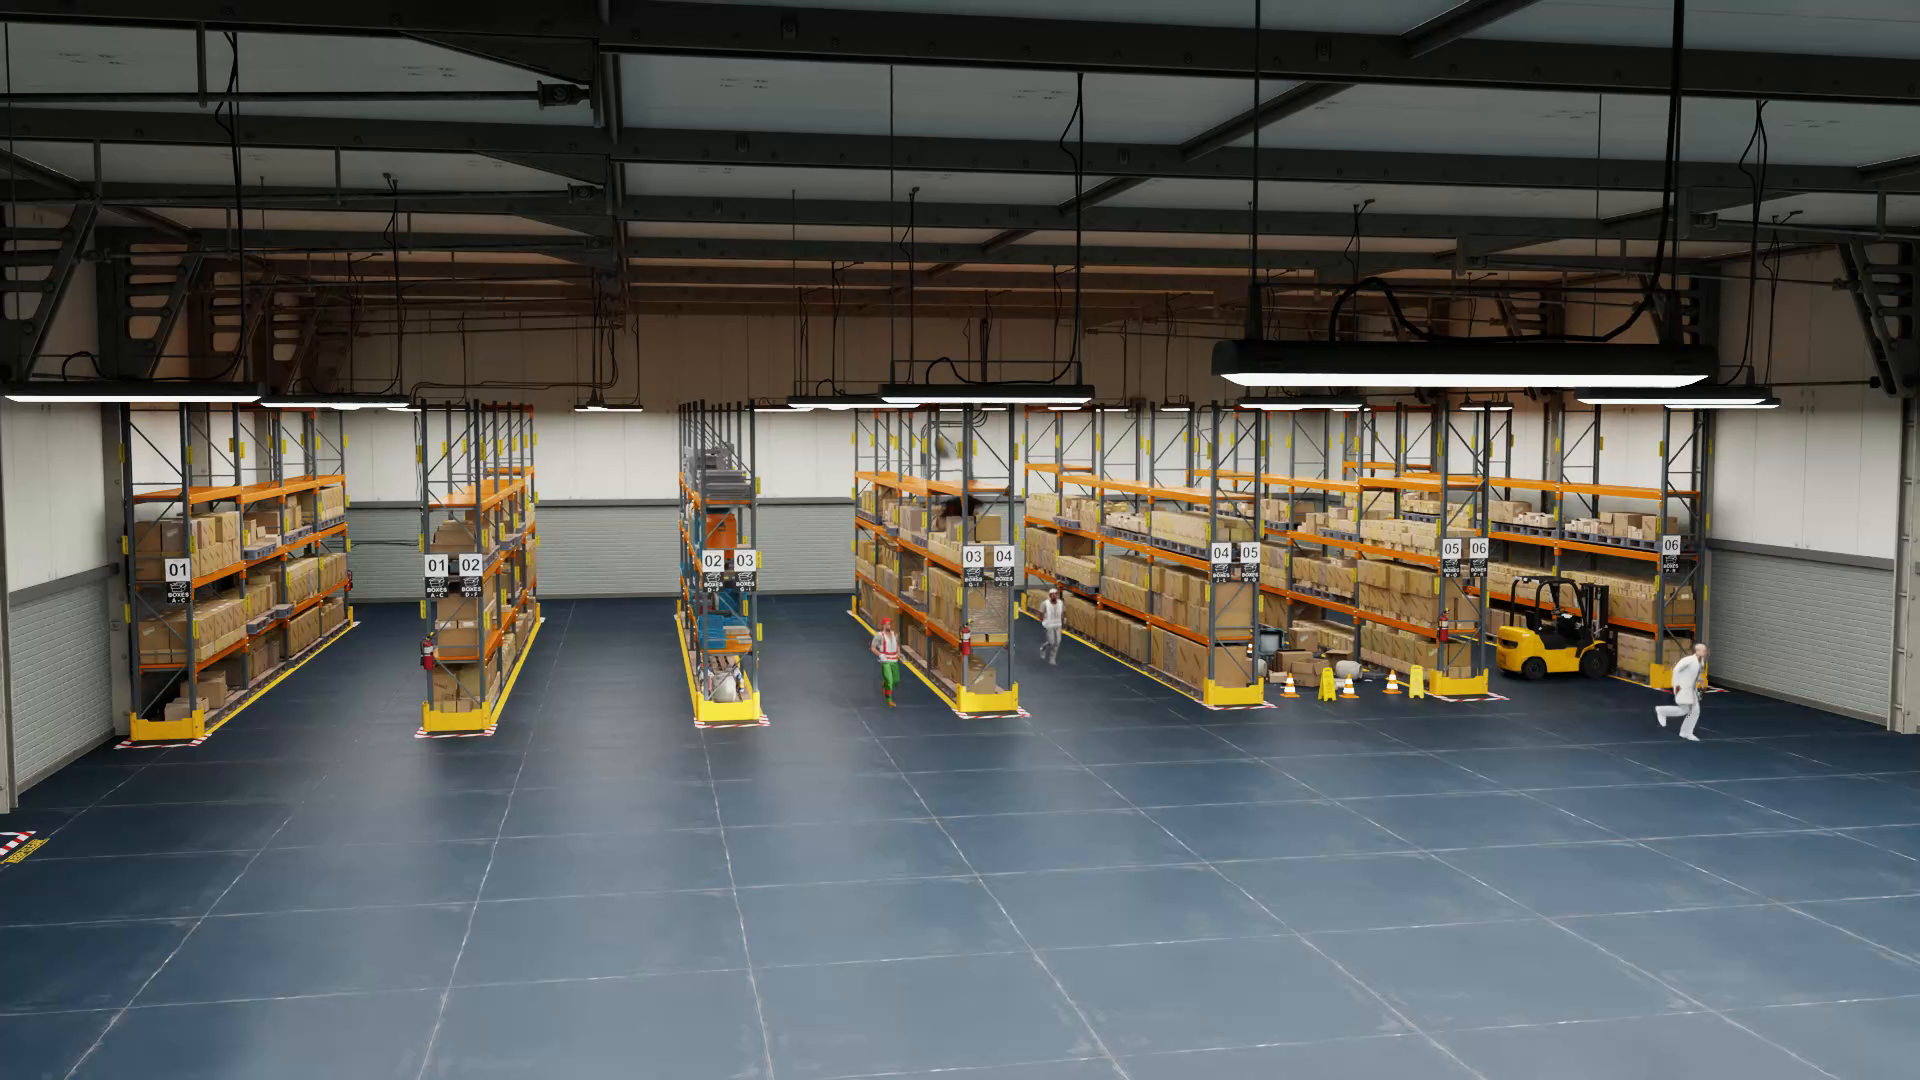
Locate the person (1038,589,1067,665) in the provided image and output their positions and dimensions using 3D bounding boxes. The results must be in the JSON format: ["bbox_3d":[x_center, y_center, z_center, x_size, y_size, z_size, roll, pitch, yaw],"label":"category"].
[{"bbox_3d":[2.140,1.982,38.120,0.672,1.749,0.640,-1,5,-19],"label":"person"}]

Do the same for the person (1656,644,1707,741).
[{"bbox_3d":[12.805,2.666,29.506,0.711,1.724,0.872,-4,6,-43],"label":"person"}]

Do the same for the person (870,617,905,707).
[{"bbox_3d":[-1.439,2.390,32.741,0.656,1.744,0.552,-3,5,-35],"label":"person"}]
